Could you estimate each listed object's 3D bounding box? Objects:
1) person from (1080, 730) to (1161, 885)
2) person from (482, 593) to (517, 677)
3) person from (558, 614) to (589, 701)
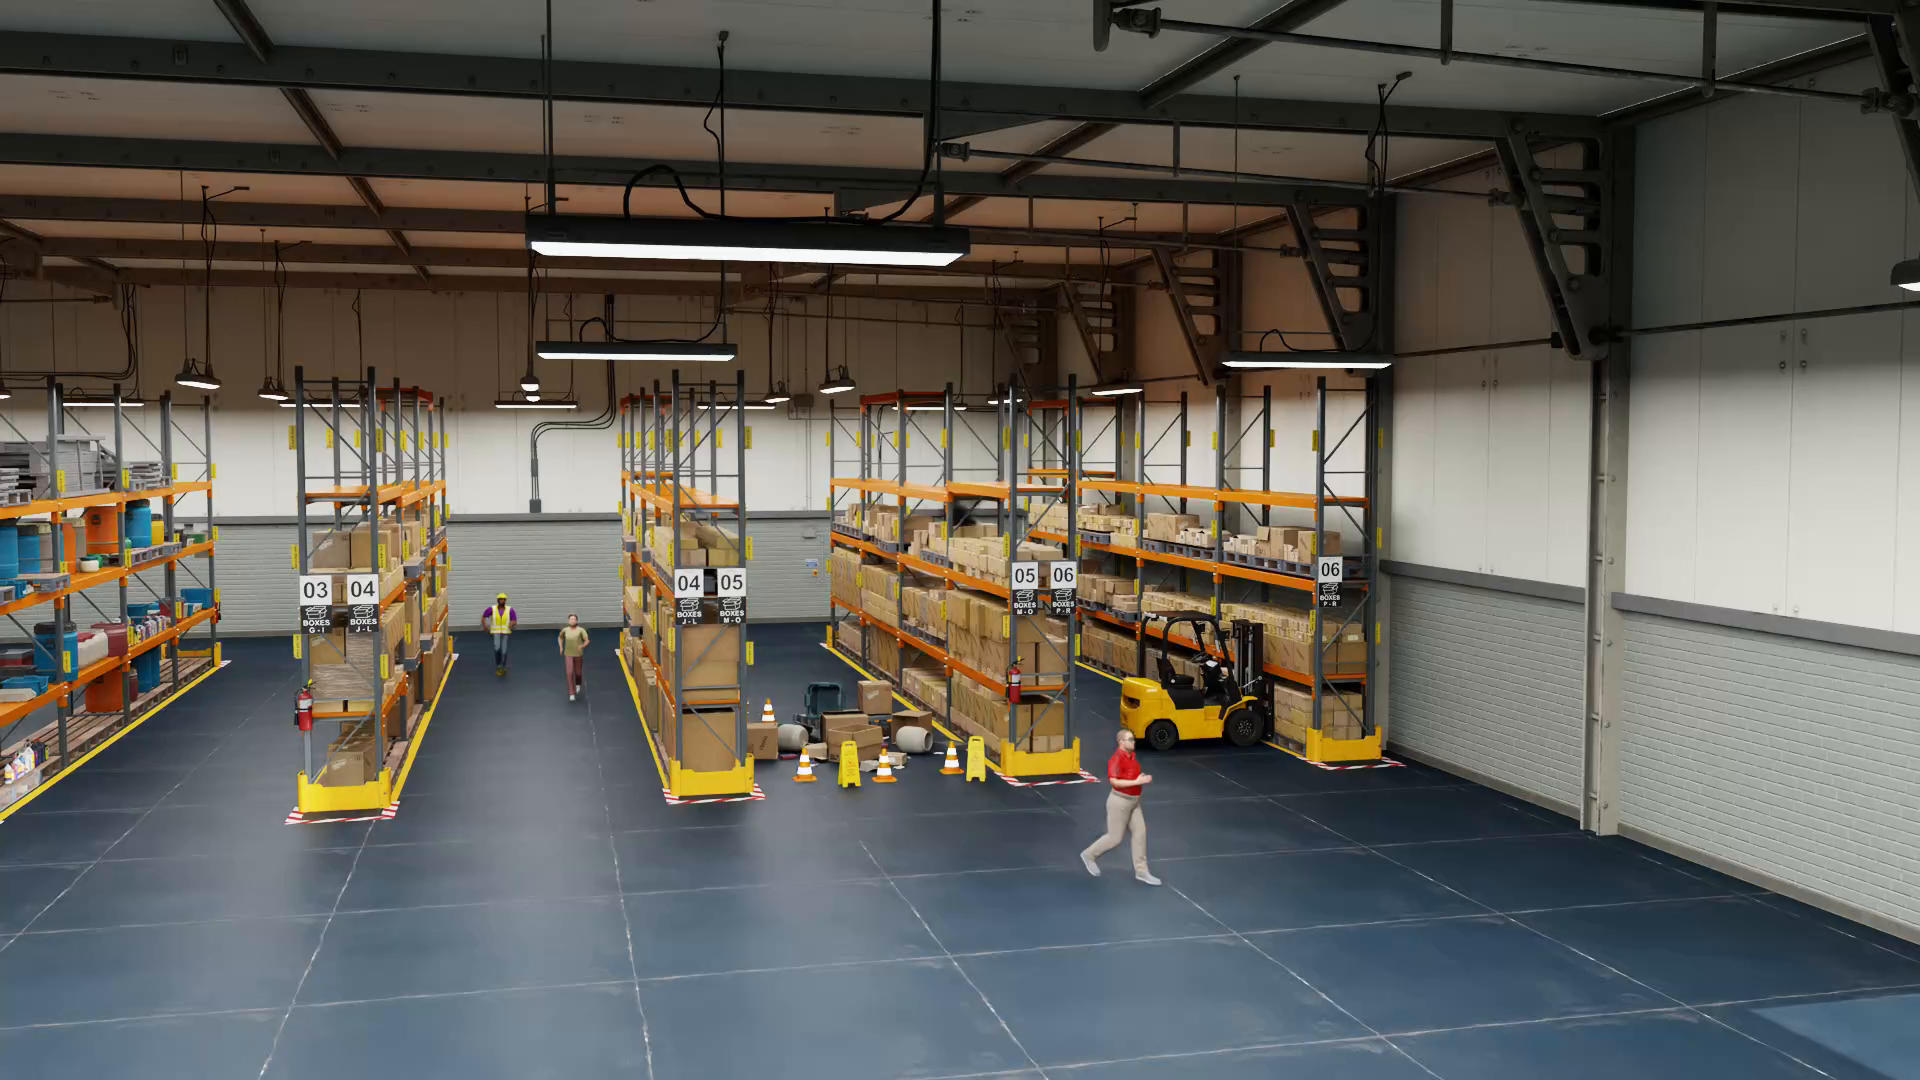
[{"bbox_3d":[1.827,2.996,18.790,0.950,1.722,0.682,2,4,31],"label":"person"},{"bbox_3d":[-9.814,2.025,35.505,0.710,1.776,0.719,-1,4,-23],"label":"person"},{"bbox_3d":[-7.489,2.241,32.213,0.605,1.644,0.907,-1,3,-9],"label":"person"}]
